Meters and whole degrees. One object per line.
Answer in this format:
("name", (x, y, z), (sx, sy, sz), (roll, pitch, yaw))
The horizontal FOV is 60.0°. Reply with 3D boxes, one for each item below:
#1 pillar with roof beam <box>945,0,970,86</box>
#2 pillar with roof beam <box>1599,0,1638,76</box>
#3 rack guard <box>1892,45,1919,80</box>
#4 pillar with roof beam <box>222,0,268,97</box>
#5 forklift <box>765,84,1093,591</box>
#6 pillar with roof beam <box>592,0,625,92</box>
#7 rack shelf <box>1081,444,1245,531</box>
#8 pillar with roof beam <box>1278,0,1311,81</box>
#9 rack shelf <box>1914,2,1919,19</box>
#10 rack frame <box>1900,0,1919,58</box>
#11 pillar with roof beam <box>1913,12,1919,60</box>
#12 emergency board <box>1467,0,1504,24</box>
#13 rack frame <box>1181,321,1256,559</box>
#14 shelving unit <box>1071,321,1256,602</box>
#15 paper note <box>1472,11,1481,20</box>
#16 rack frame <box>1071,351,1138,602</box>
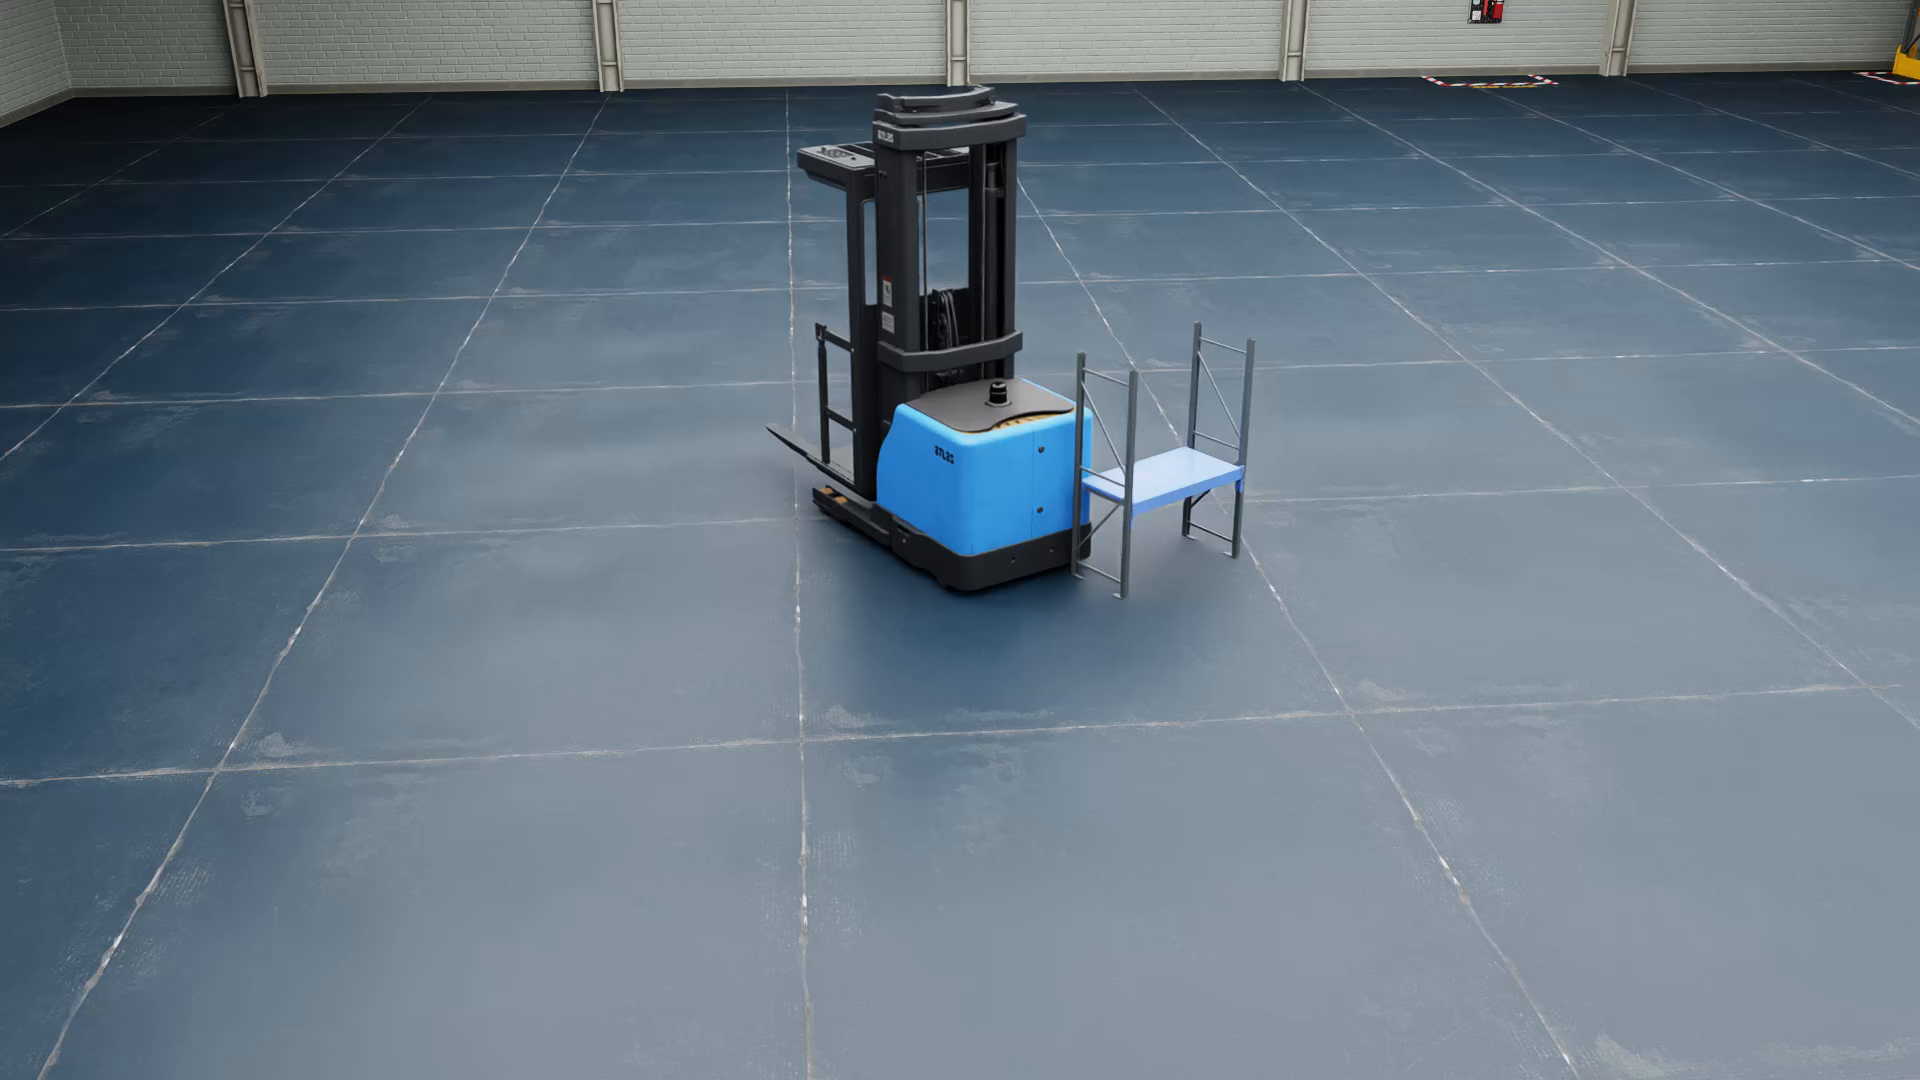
("pillar with roof beam", (0.385, -10.389, 23.544), (0.400, 9.000, 9.100), (-2, 24, -5))
("pillar with roof beam", (12.327, -10.868, 24.622), (0.400, 9.000, 9.100), (-2, 24, -5))
("rack guard", (17.339, -8.590, 29.959), (0.348, 0.500, 1.175), (-2, 24, -5))
("pillar with roof beam", (-11.557, -9.910, 22.467), (0.400, 9.000, 9.100), (-2, 24, -5))
("forklift", (-0.374, -1.571, 11.175), (1.130, 2.935, 3.031), (-15, 28, -30))
("pillar with roof beam", (-5.586, -10.150, 23.006), (0.400, 9.000, 9.100), (-2, 24, -5))
("rack shelf", (1.280, -0.349, 10.631), (1.000, 0.185, 0.538), (-18, 30, -35))
("pillar with roof beam", (6.356, -10.629, 24.083), (0.400, 9.000, 9.100), (-2, 24, -5))
("rack shelf", (19.253, -9.480, 29.771), (4.000, 0.370, 1.077), (-2, 24, -5))
("rack frame", (17.263, -9.729, 29.445), (0.127, 3.000, 1.000), (-2, 24, -5))
("pillar with roof beam", (18.298, -11.108, 25.161), (0.400, 9.000, 9.100), (-2, 24, -5))
("emergency board", (9.441, -9.784, 29.568), (0.643, 1.169, 0.194), (-2, 24, -5))
("rack frame", (1.677, -0.642, 10.849), (0.032, 1.500, 0.500), (-18, 30, -35))
("shelving unit", (1.280, -0.513, 10.558), (1.048, 1.500, 0.538), (-18, 30, -35))
("paper note", (9.258, -9.402, 29.794), (0.142, 0.148, 0.016), (-2, 24, -5))
("rack frame", (0.883, -0.384, 10.268), (0.032, 1.500, 0.500), (-18, 30, -35))
